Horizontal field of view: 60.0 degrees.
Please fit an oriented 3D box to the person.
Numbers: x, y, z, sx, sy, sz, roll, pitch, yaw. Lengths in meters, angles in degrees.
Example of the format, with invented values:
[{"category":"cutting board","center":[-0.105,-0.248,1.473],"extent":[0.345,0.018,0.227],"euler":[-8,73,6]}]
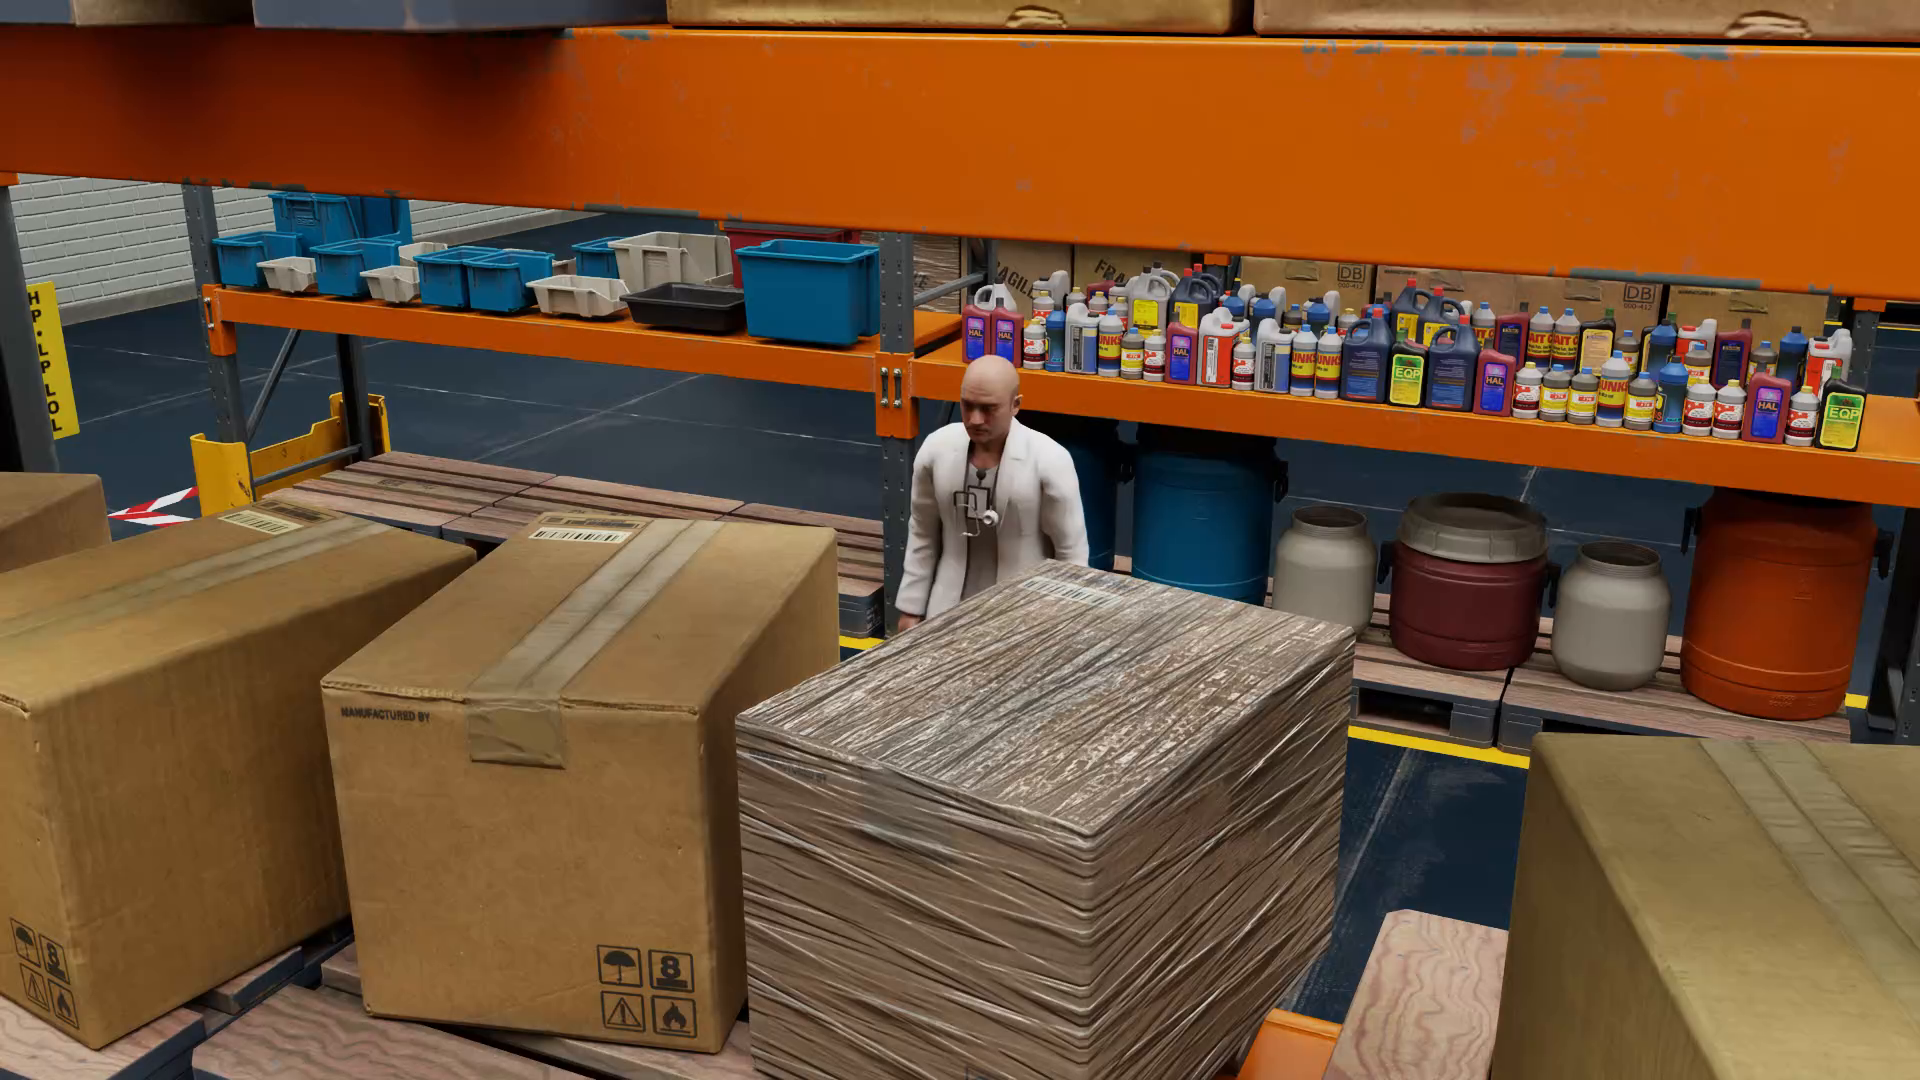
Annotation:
[{"category":"person","center":[0.089,0.275,5.276],"extent":[0.642,1.773,0.427],"euler":[8,20,23]}]
